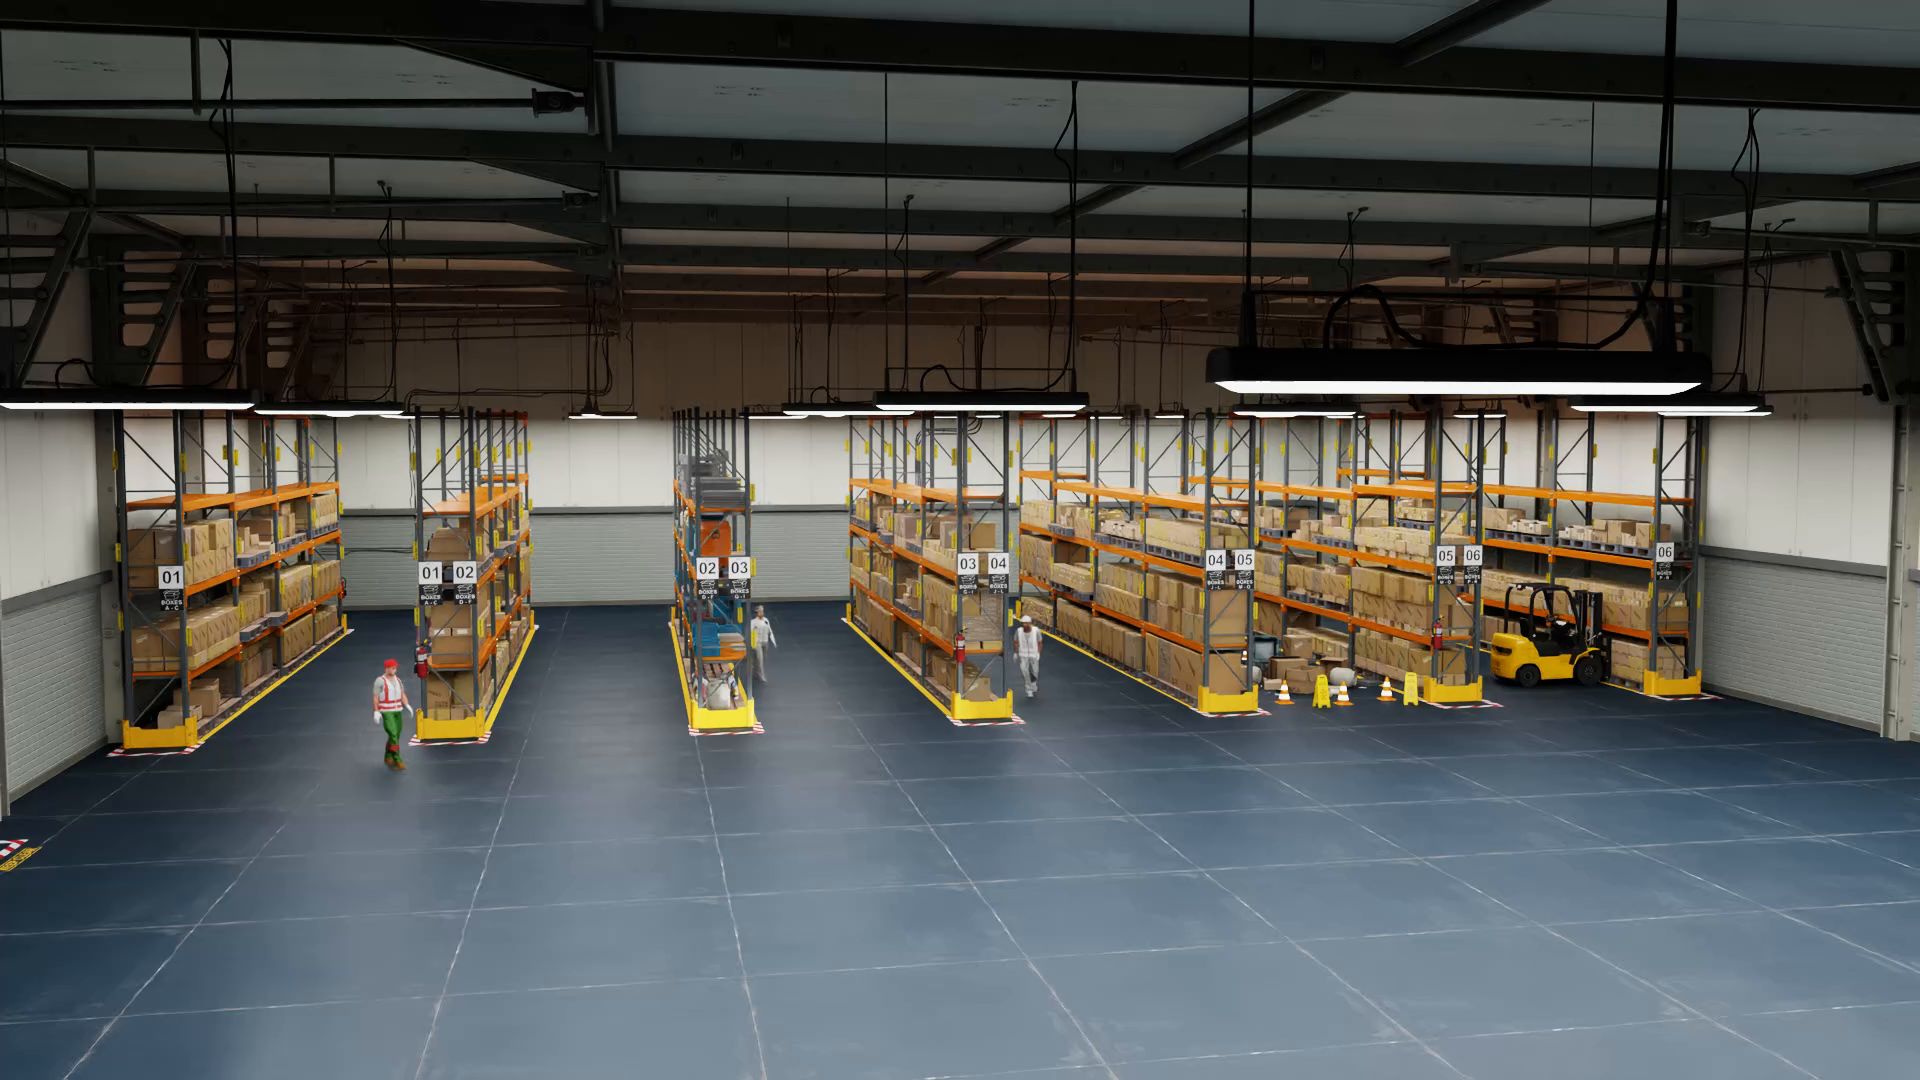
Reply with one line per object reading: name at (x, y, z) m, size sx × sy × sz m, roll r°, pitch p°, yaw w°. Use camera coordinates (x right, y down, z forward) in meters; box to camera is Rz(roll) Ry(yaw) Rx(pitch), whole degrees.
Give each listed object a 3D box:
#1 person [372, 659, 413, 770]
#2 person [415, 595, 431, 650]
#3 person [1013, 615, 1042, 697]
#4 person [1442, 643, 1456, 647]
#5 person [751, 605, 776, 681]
person at (-9.360, 2.883, 27.622) m, size 0.789 × 1.790 × 0.561 m, roll 2°, pitch 5°, yaw 31°
person at (-13.465, 1.909, 41.897) m, size 0.554 × 1.627 × 0.993 m, roll 0°, pitch 4°, yaw -2°
person at (1.417, 2.406, 34.800) m, size 0.607 × 1.696 × 0.767 m, roll 0°, pitch 4°, yaw 2°
person at (11.359, 2.131, 38.426) m, size 0.600 × 1.728 × 0.663 m, roll -2°, pitch 5°, yaw -27°
person at (-4.403, 2.259, 36.857) m, size 0.556 × 1.638 × 0.988 m, roll -2°, pitch 5°, yaw -26°
